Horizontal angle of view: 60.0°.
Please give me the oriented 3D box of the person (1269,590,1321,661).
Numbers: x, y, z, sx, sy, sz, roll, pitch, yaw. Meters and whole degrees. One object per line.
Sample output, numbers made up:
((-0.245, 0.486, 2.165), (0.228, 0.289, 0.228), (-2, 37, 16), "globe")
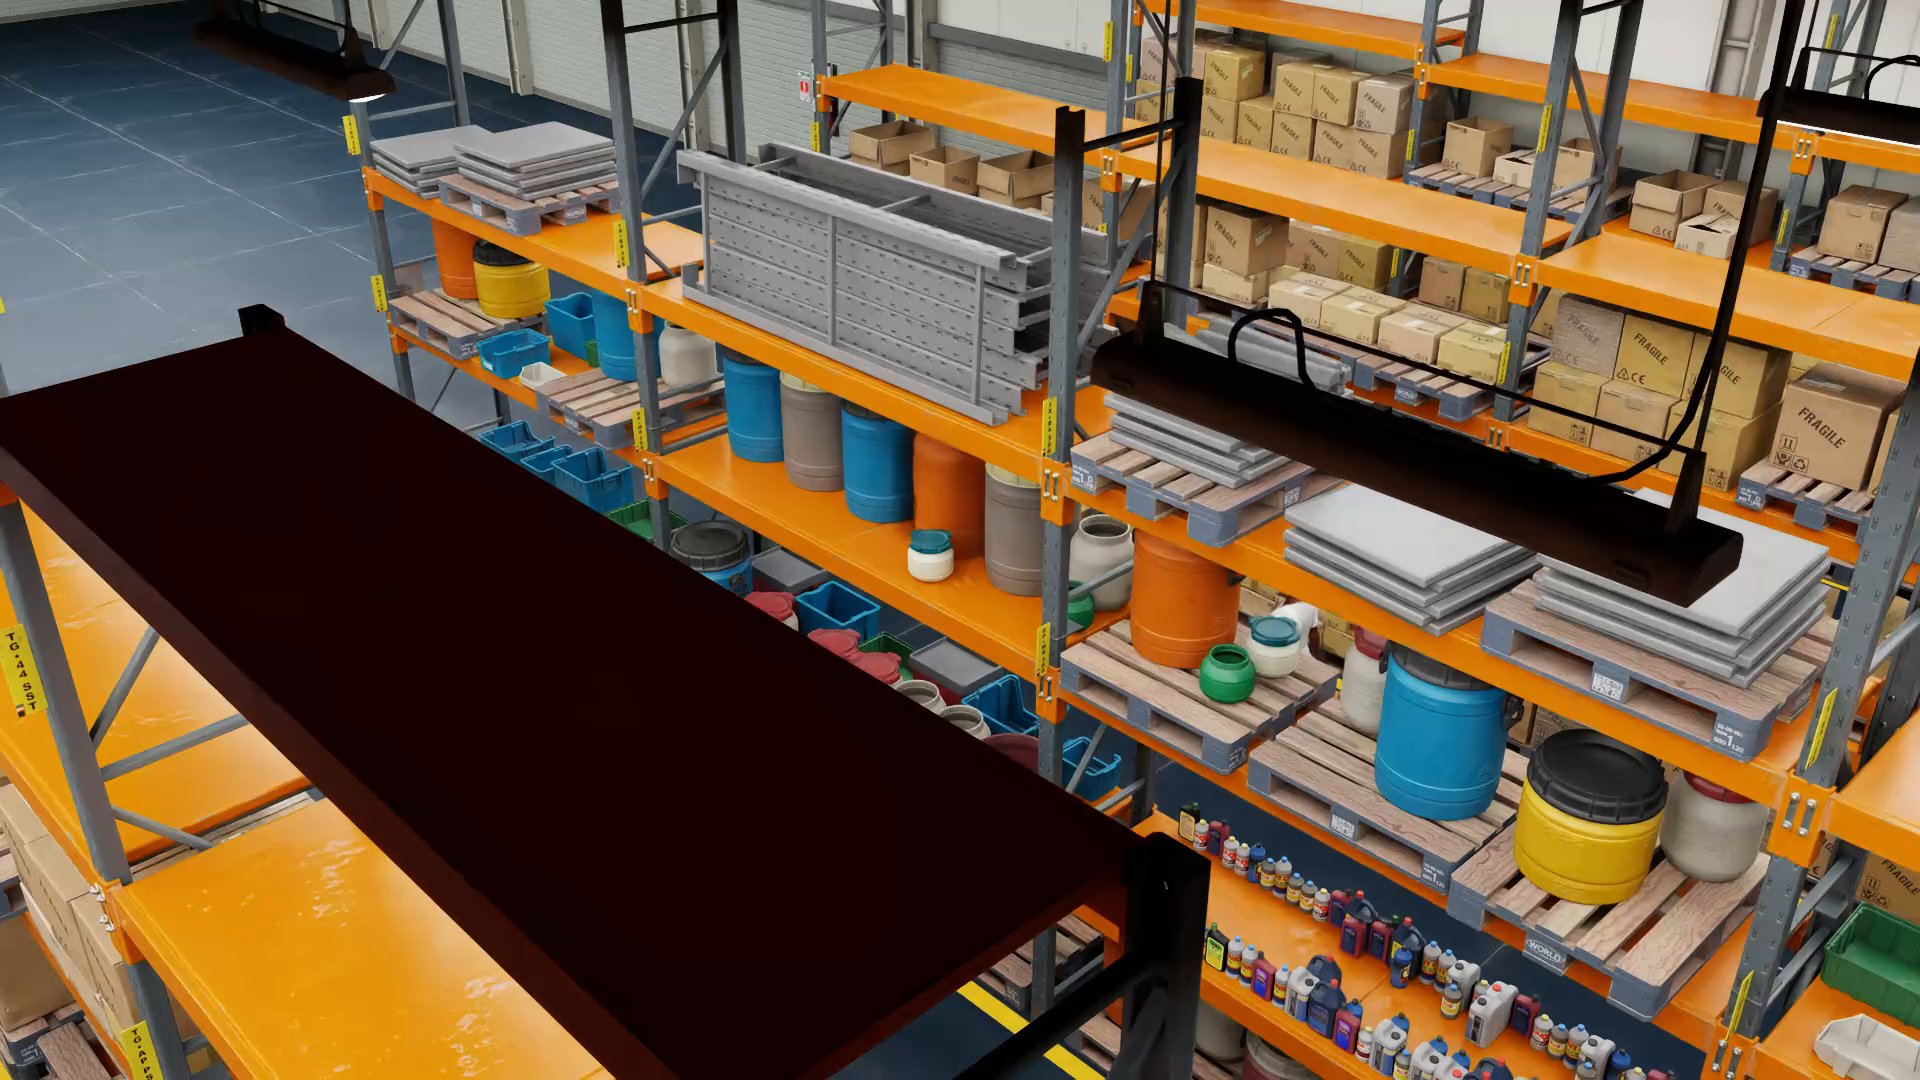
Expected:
((2.539, 0.948, 13.236), (1.079, 1.705, 0.668), (19, 34, 32), "person")
